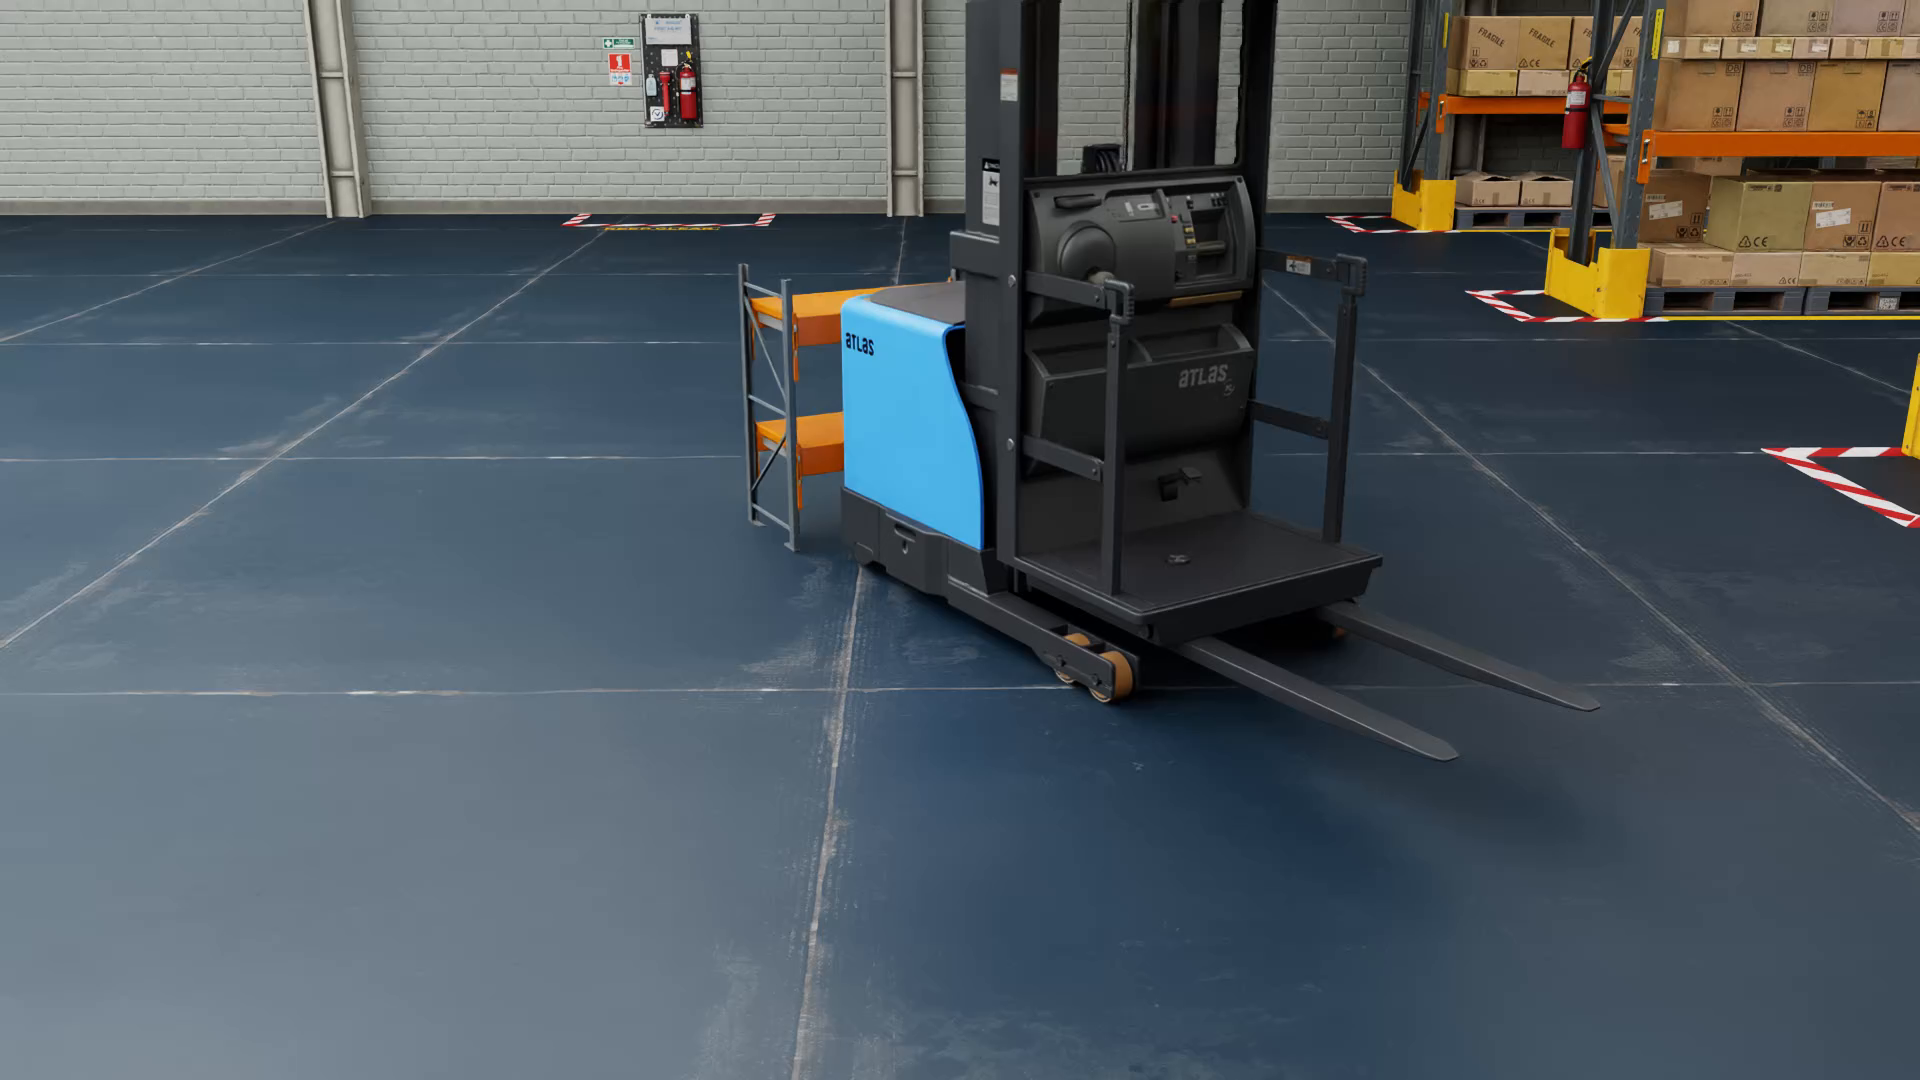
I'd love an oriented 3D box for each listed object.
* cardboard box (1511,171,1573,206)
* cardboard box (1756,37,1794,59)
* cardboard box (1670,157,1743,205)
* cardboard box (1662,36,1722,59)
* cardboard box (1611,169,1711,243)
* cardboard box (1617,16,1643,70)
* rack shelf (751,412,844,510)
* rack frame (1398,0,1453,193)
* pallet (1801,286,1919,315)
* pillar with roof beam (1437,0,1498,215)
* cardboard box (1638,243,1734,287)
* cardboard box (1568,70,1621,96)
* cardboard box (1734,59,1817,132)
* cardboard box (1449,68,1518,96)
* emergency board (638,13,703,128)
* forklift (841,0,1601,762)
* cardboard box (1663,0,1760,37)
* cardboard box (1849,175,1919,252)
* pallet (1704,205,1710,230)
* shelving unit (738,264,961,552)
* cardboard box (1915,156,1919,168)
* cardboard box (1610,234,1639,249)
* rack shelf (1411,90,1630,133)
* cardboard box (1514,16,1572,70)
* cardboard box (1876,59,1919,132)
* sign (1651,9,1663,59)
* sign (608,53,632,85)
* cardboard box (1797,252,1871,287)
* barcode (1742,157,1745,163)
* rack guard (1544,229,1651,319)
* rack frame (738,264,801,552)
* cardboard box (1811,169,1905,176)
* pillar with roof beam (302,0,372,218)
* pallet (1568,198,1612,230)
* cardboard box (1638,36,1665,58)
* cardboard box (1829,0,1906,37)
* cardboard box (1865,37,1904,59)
[{"bbox_3d":[5.987,-3.629,17.133,0.500,0.311,0.500,1,18,4],"label":"cardboard box"},{"bbox_3d":[5.714,-3.504,11.835,0.250,0.149,0.380,0,18,-1],"label":"cardboard box"},{"bbox_3d":[7.686,-3.743,17.177,0.500,0.500,0.500,-2,18,-5],"label":"cardboard box"},{"bbox_3d":[5.201,-3.501,11.826,0.250,0.149,0.380,0,18,-1],"label":"cardboard box"},{"bbox_3d":[5.337,-2.550,12.672,0.500,0.500,0.500,0,18,-1],"label":"cardboard box"},{"bbox_3d":[6.732,-4.933,16.501,0.500,0.500,0.500,0,18,1],"label":"cardboard box"},{"bbox_3d":[-0.352,-0.398,7.247,1.000,0.278,0.538,-10,20,-28],"label":"rack shelf"},{"bbox_3d":[4.723,-4.722,16.856,0.127,3.000,1.000,0,18,-1],"label":"rack frame"},{"bbox_3d":[6.786,-1.902,12.632,1.213,0.211,1.003,0,18,-1],"label":"pallet"},{"bbox_3d":[5.478,-6.531,12.675,0.400,9.000,9.100,0,18,-1],"label":"pillar with roof beam"},{"bbox_3d":[5.345,-2.034,12.292,0.500,0.250,0.500,0,18,-1],"label":"cardboard box"},{"bbox_3d":[6.245,-4.573,16.604,0.500,0.250,0.500,-1,18,-2],"label":"cardboard box"},{"bbox_3d":[5.797,-3.259,12.132,0.500,0.500,0.700,0,18,1],"label":"cardboard box"},{"bbox_3d":[5.216,-4.565,16.581,0.500,0.250,0.500,-1,18,-2],"label":"cardboard box"},{"bbox_3d":[-3.061,-4.960,17.599,0.643,1.169,0.194,0,18,-1],"label":"emergency board"},{"bbox_3d":[0.748,-1.032,5.467,1.130,2.935,3.031,-11,21,-32],"label":"forklift"},{"bbox_3d":[5.325,-3.873,11.922,0.500,0.500,0.700,0,18,-1],"label":"cardboard box"},{"bbox_3d":[6.845,-2.398,12.197,0.500,0.500,0.500,0,18,-1],"label":"cardboard box"},{"bbox_3d":[8.052,-3.399,17.298,1.213,0.211,1.003,0,18,-1],"label":"pallet"},{"bbox_3d":[-0.352,-0.631,7.173,1.048,1.125,0.538,-10,20,-28],"label":"shelving unit"},{"bbox_3d":[9.974,-3.787,17.313,0.500,0.500,0.700,-1,18,-2],"label":"cardboard box"},{"bbox_3d":[5.337,-2.192,12.785,0.500,0.250,0.500,0,18,-1],"label":"cardboard box"},{"bbox_3d":[6.723,-4.389,16.996,4.000,0.370,1.077,0,18,-1],"label":"rack shelf"},{"bbox_3d":[5.700,-4.927,16.480,0.500,0.500,0.500,0,18,-1],"label":"cardboard box"},{"bbox_3d":[6.820,-3.263,12.145,0.500,0.500,0.700,0,18,1],"label":"cardboard box"},{"bbox_3d":[4.808,-3.489,11.467,0.005,0.325,0.100,0,18,-1],"label":"sign"},{"bbox_3d":[-3.616,-5.006,17.683,0.234,0.329,0.001,0,18,-1],"label":"sign"},{"bbox_3d":[6.345,-2.040,12.310,0.500,0.250,0.500,0,18,-1],"label":"cardboard box"},{"bbox_3d":[8.179,-3.983,17.402,0.075,0.075,0.001,0,18,-1],"label":"barcode"},{"bbox_3d":[4.781,-2.018,12.521,0.348,0.500,1.175,0,18,-1],"label":"rack guard"},{"bbox_3d":[-0.796,-0.556,6.938,0.032,1.125,0.500,-10,20,-28],"label":"rack frame"},{"bbox_3d":[6.836,-2.561,12.708,0.500,0.500,0.500,0,18,-1],"label":"cardboard box"},{"bbox_3d":[-6.521,-6.473,12.495,0.400,9.000,9.100,0,18,-1],"label":"pillar with roof beam"},{"bbox_3d":[6.829,-3.392,17.277,1.213,0.211,1.003,0,18,-1],"label":"pallet"},{"bbox_3d":[5.184,-3.625,12.212,0.250,0.149,0.380,-1,18,-2],"label":"cardboard box"},{"bbox_3d":[6.355,-3.880,11.943,0.500,0.500,0.700,0,18,-1],"label":"cardboard box"},{"bbox_3d":[6.489,-3.508,11.847,0.250,0.149,0.380,-1,18,-2],"label":"cardboard box"}]
